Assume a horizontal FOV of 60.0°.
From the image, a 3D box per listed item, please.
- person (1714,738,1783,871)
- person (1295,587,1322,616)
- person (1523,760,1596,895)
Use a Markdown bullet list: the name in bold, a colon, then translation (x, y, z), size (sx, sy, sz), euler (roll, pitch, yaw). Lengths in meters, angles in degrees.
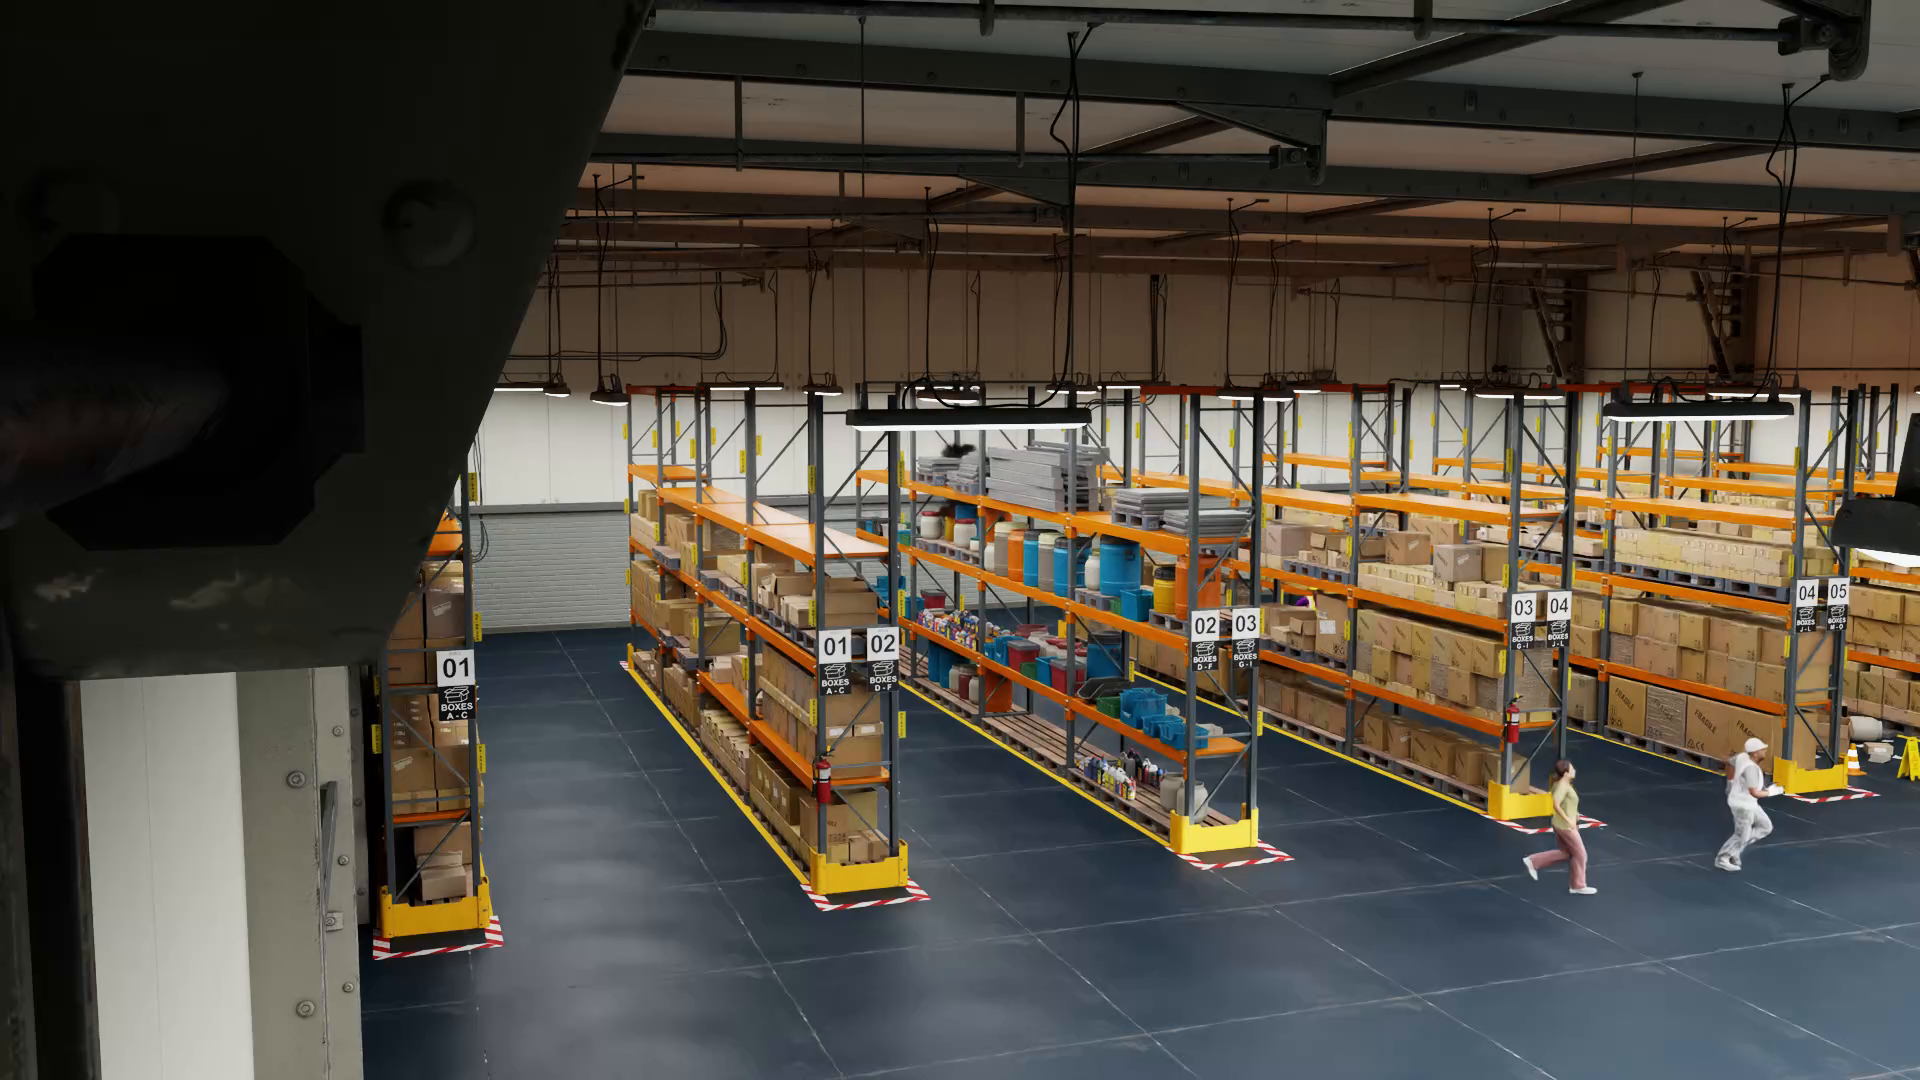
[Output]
- **person**: translation (9.867, 3.310, 20.782), size (0.728, 1.721, 0.726), euler (2, 6, 22)
- **person**: translation (7.538, 1.814, 35.399), size (0.679, 1.775, 0.760), euler (-3, 6, -24)
- **person**: translation (7.258, 3.455, 20.045), size (0.845, 1.636, 0.615), euler (1, 6, 9)
